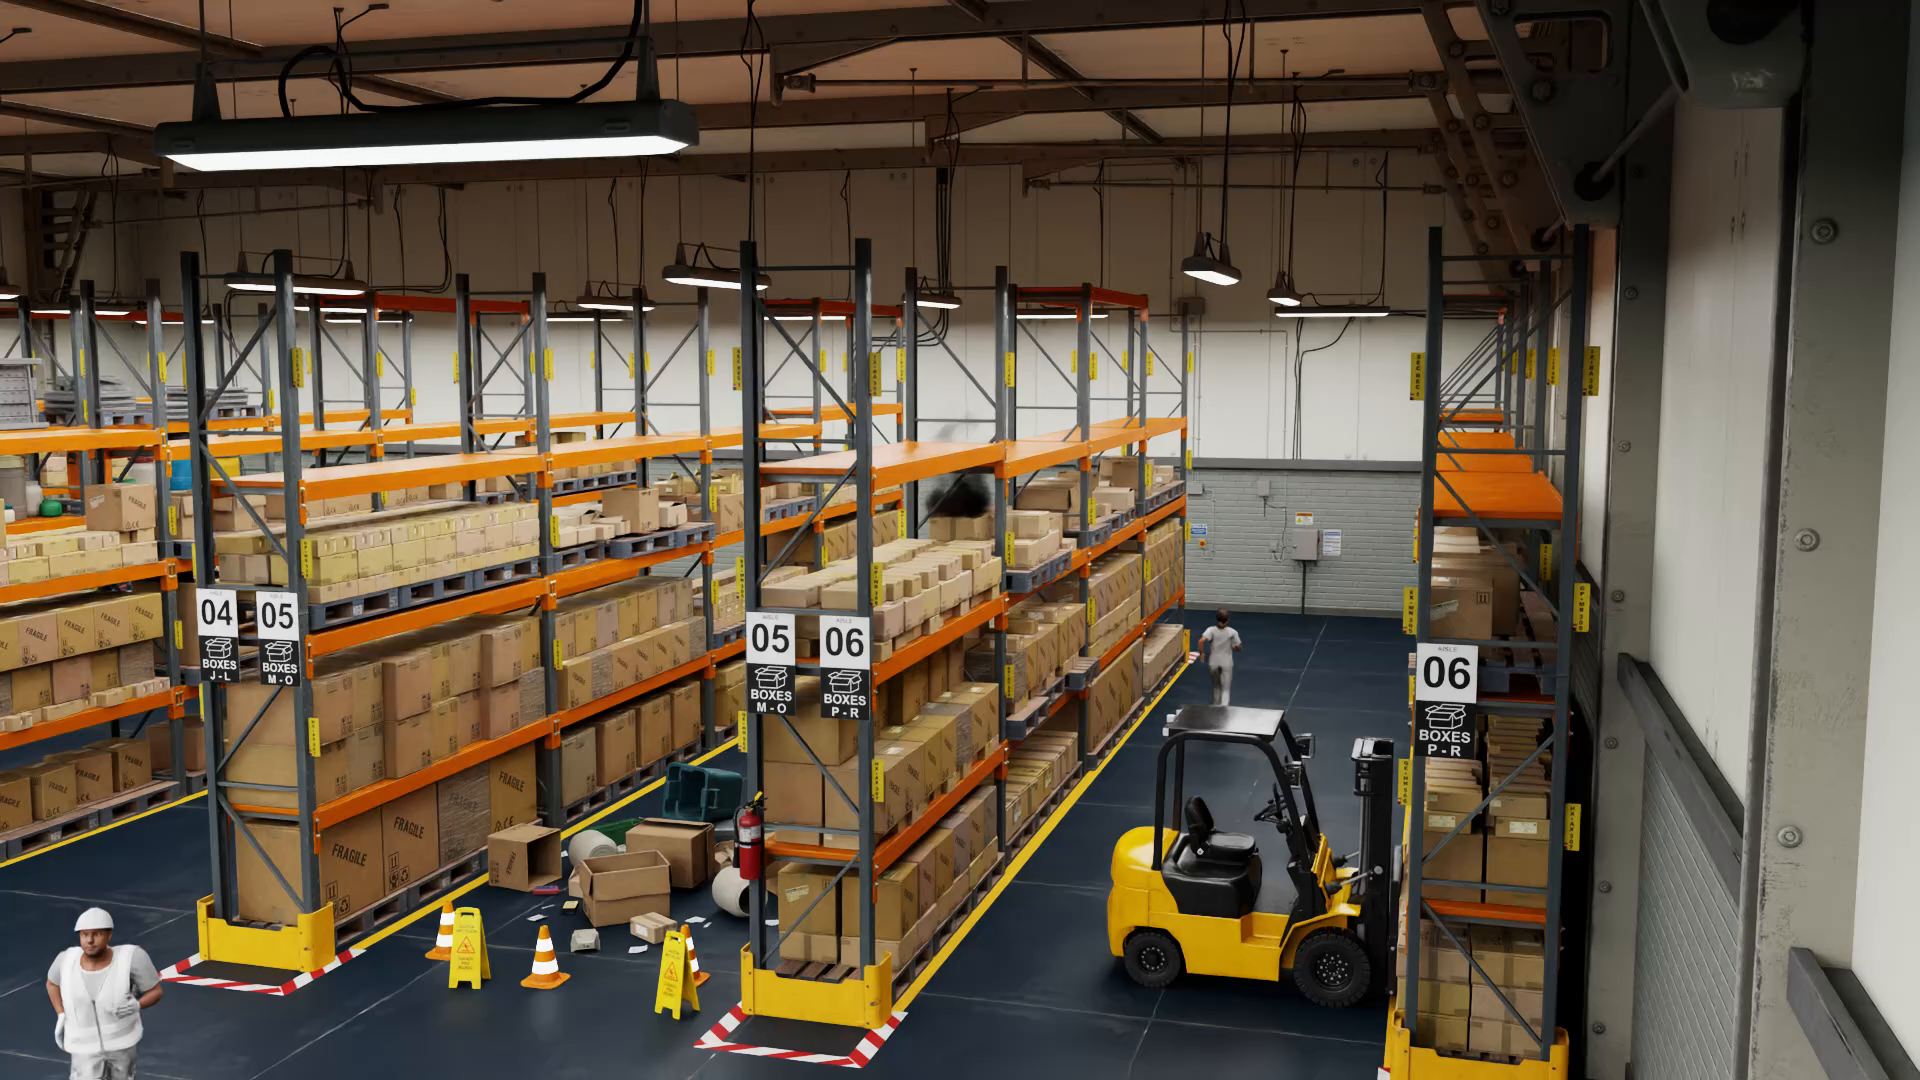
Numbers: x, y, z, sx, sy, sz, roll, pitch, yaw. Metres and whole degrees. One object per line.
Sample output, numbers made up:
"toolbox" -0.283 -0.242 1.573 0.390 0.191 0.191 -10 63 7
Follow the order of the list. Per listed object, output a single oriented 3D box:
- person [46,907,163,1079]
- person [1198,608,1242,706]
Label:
"person" -5.259 3.153 10.254 0.635 1.852 0.786 -3 7 -26
"person" 3.557 1.788 22.794 0.576 1.698 0.947 2 7 19
